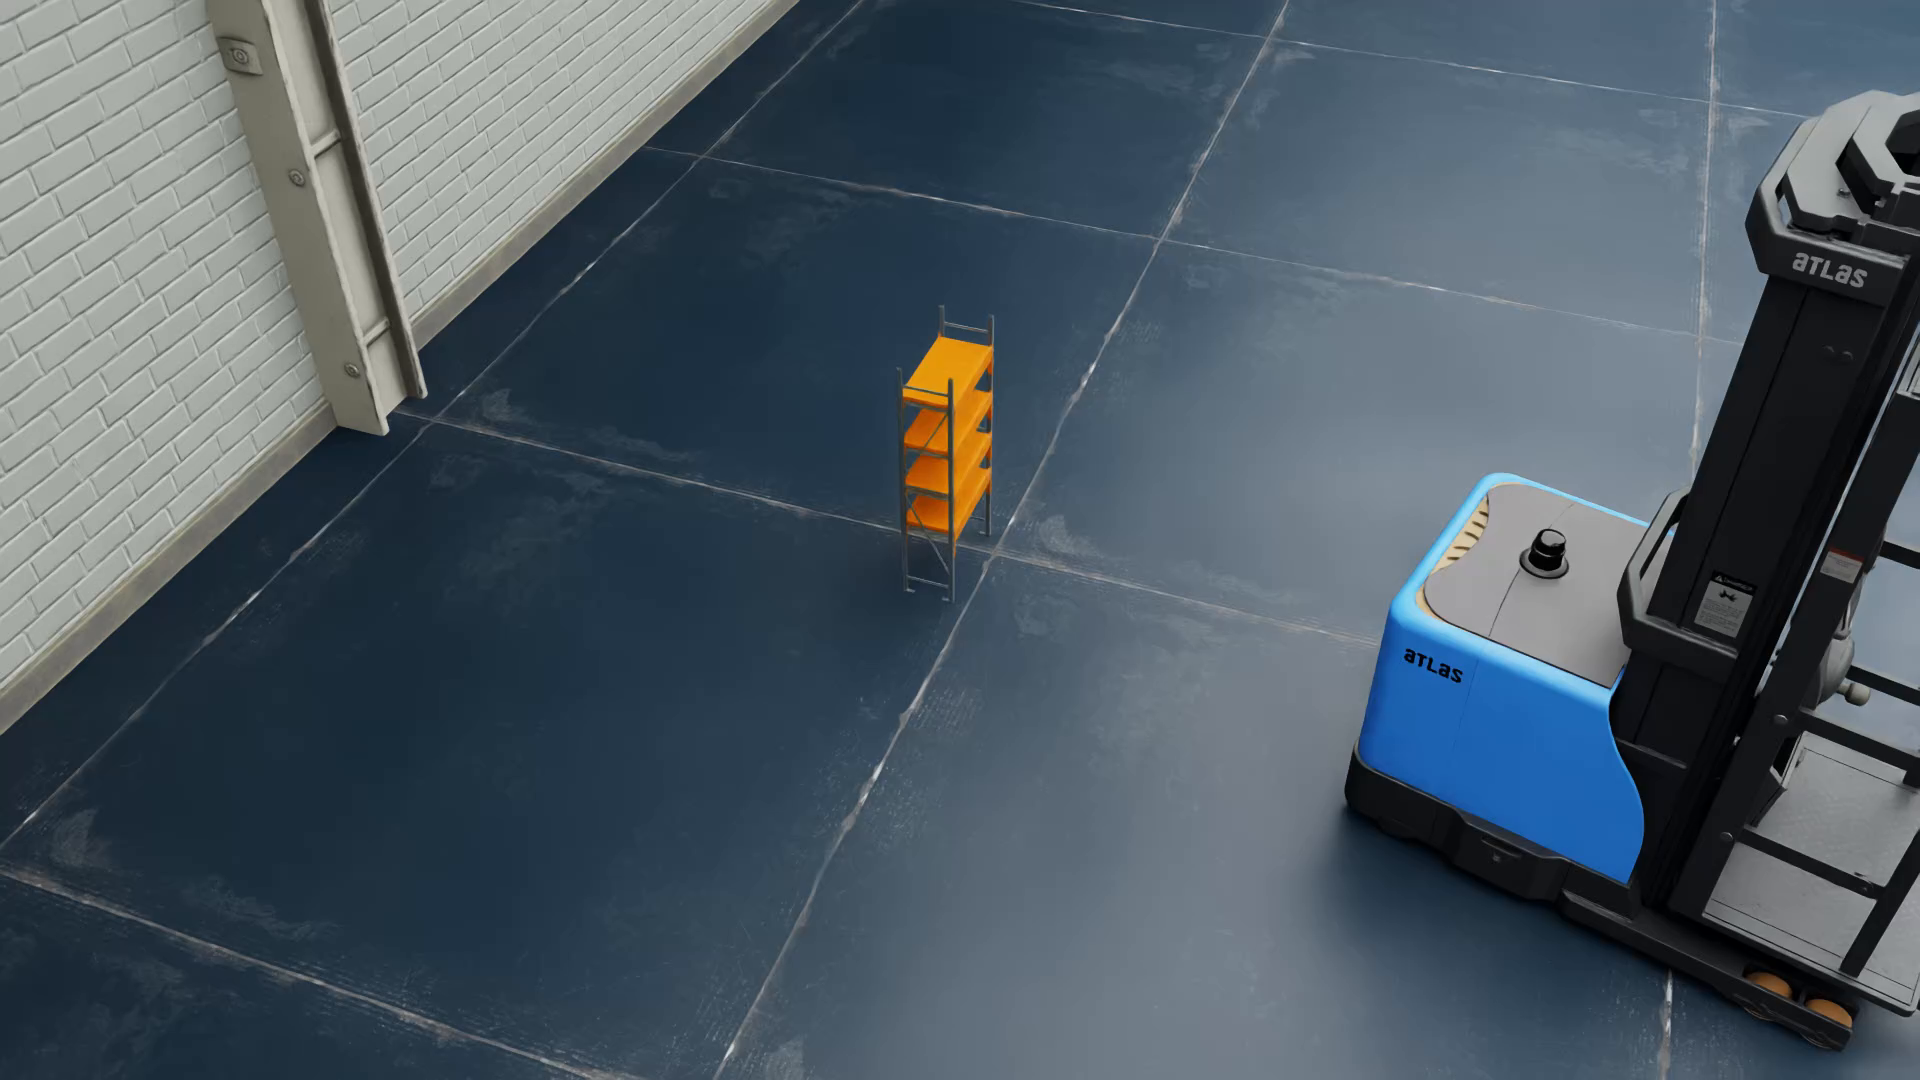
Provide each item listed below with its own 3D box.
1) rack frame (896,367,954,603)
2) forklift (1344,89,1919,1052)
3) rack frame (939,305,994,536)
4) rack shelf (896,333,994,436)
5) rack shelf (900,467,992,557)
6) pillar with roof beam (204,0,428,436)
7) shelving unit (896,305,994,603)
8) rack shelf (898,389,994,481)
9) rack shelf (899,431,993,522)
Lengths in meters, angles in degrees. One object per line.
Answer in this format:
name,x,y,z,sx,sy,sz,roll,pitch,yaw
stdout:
rack frame,-0.140,-0.207,7.021,0.240,1.200,0.015,13,42,15
forklift,2.992,0.219,5.188,3.031,2.935,1.130,24,46,26
rack frame,0.027,-0.504,7.370,0.240,1.200,0.015,13,42,15
rack shelf,-0.057,-0.654,6.941,0.258,0.148,0.480,13,42,15
rack shelf,-0.057,-0.153,7.368,0.258,0.148,0.480,13,42,15
pillar with roof beam,1.088,-3.141,4.452,9.100,9.000,0.400,13,42,15
shelving unit,-0.057,-0.355,7.196,0.258,1.200,0.503,13,42,15
rack shelf,-0.057,-0.474,7.094,0.258,0.148,0.480,13,42,15
rack shelf,-0.057,-0.304,7.240,0.258,0.148,0.480,13,42,15
